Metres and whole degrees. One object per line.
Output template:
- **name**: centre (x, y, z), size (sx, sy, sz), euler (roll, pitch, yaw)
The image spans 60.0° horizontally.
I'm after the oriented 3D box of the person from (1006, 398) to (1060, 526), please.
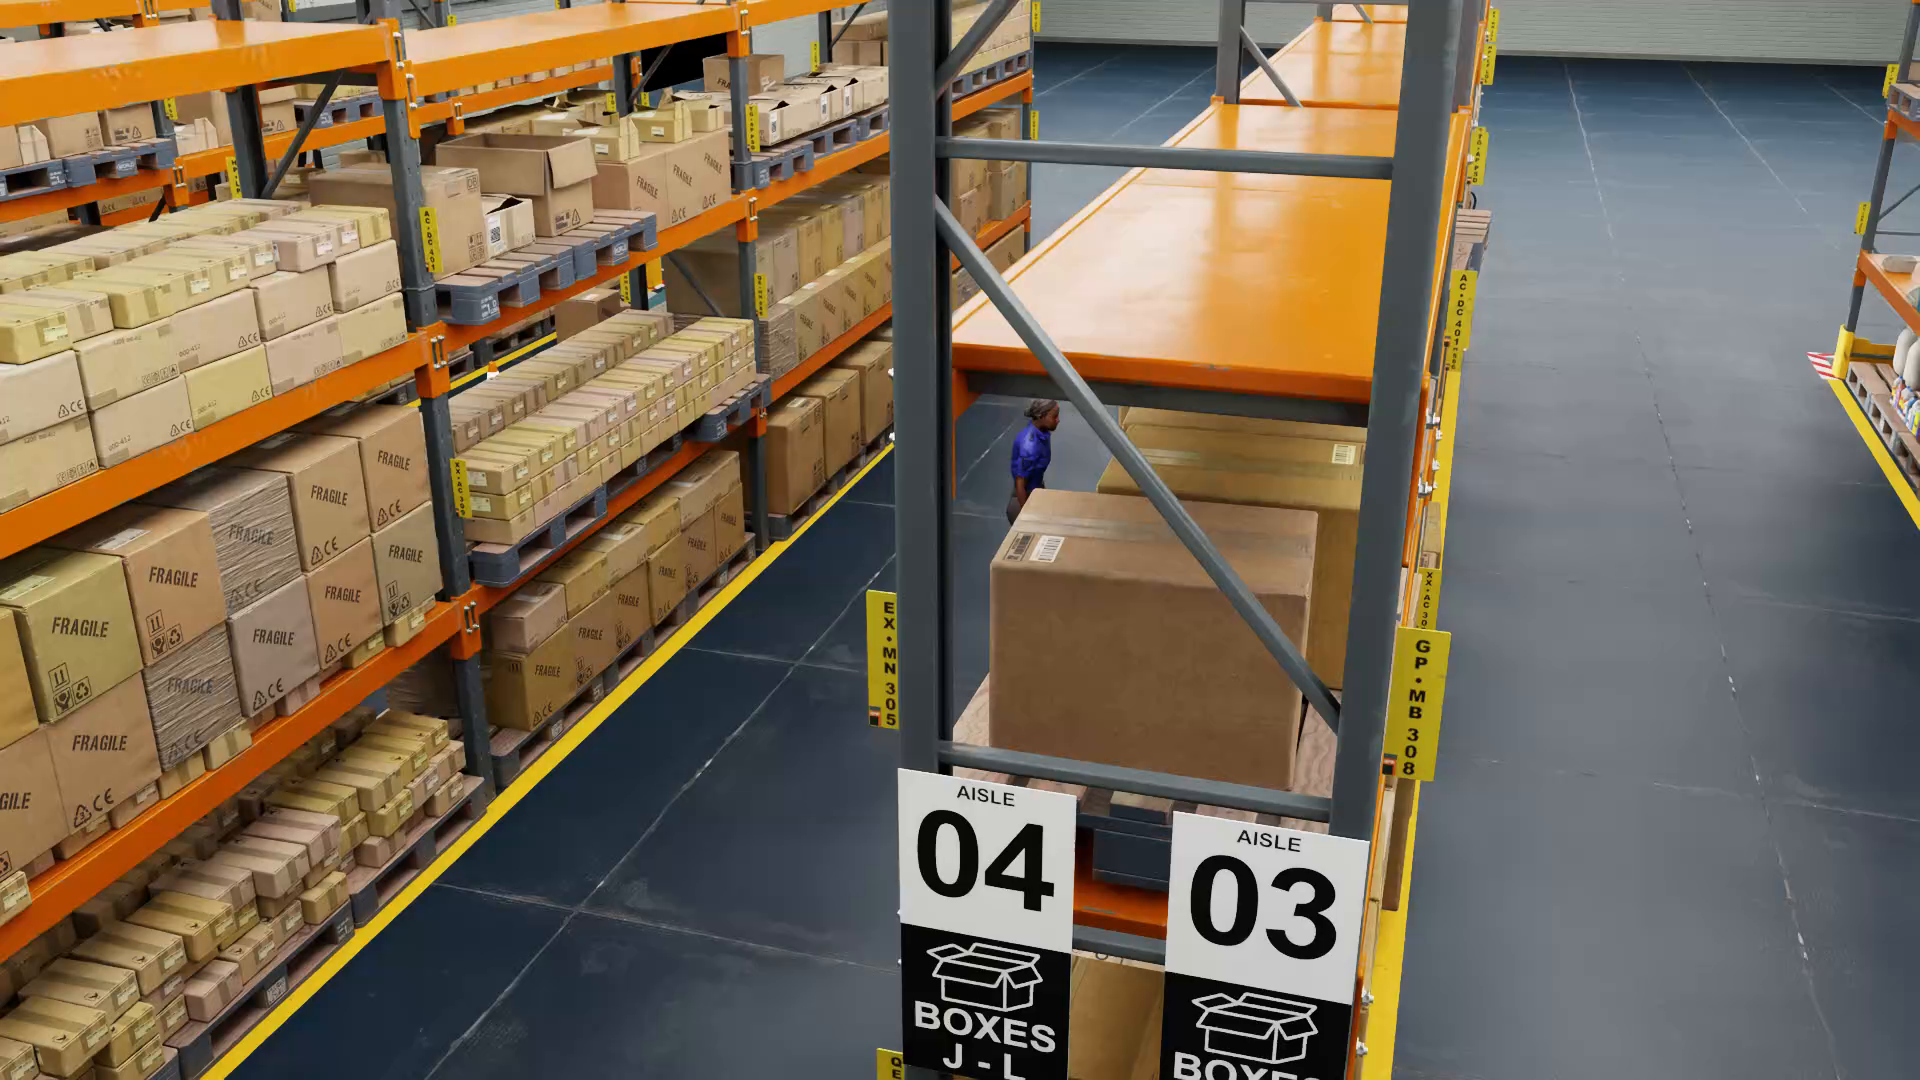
- **person**: centre (0.512, -0.219, 11.636), size (0.346, 1.655, 0.506), euler (7, 23, 16)
